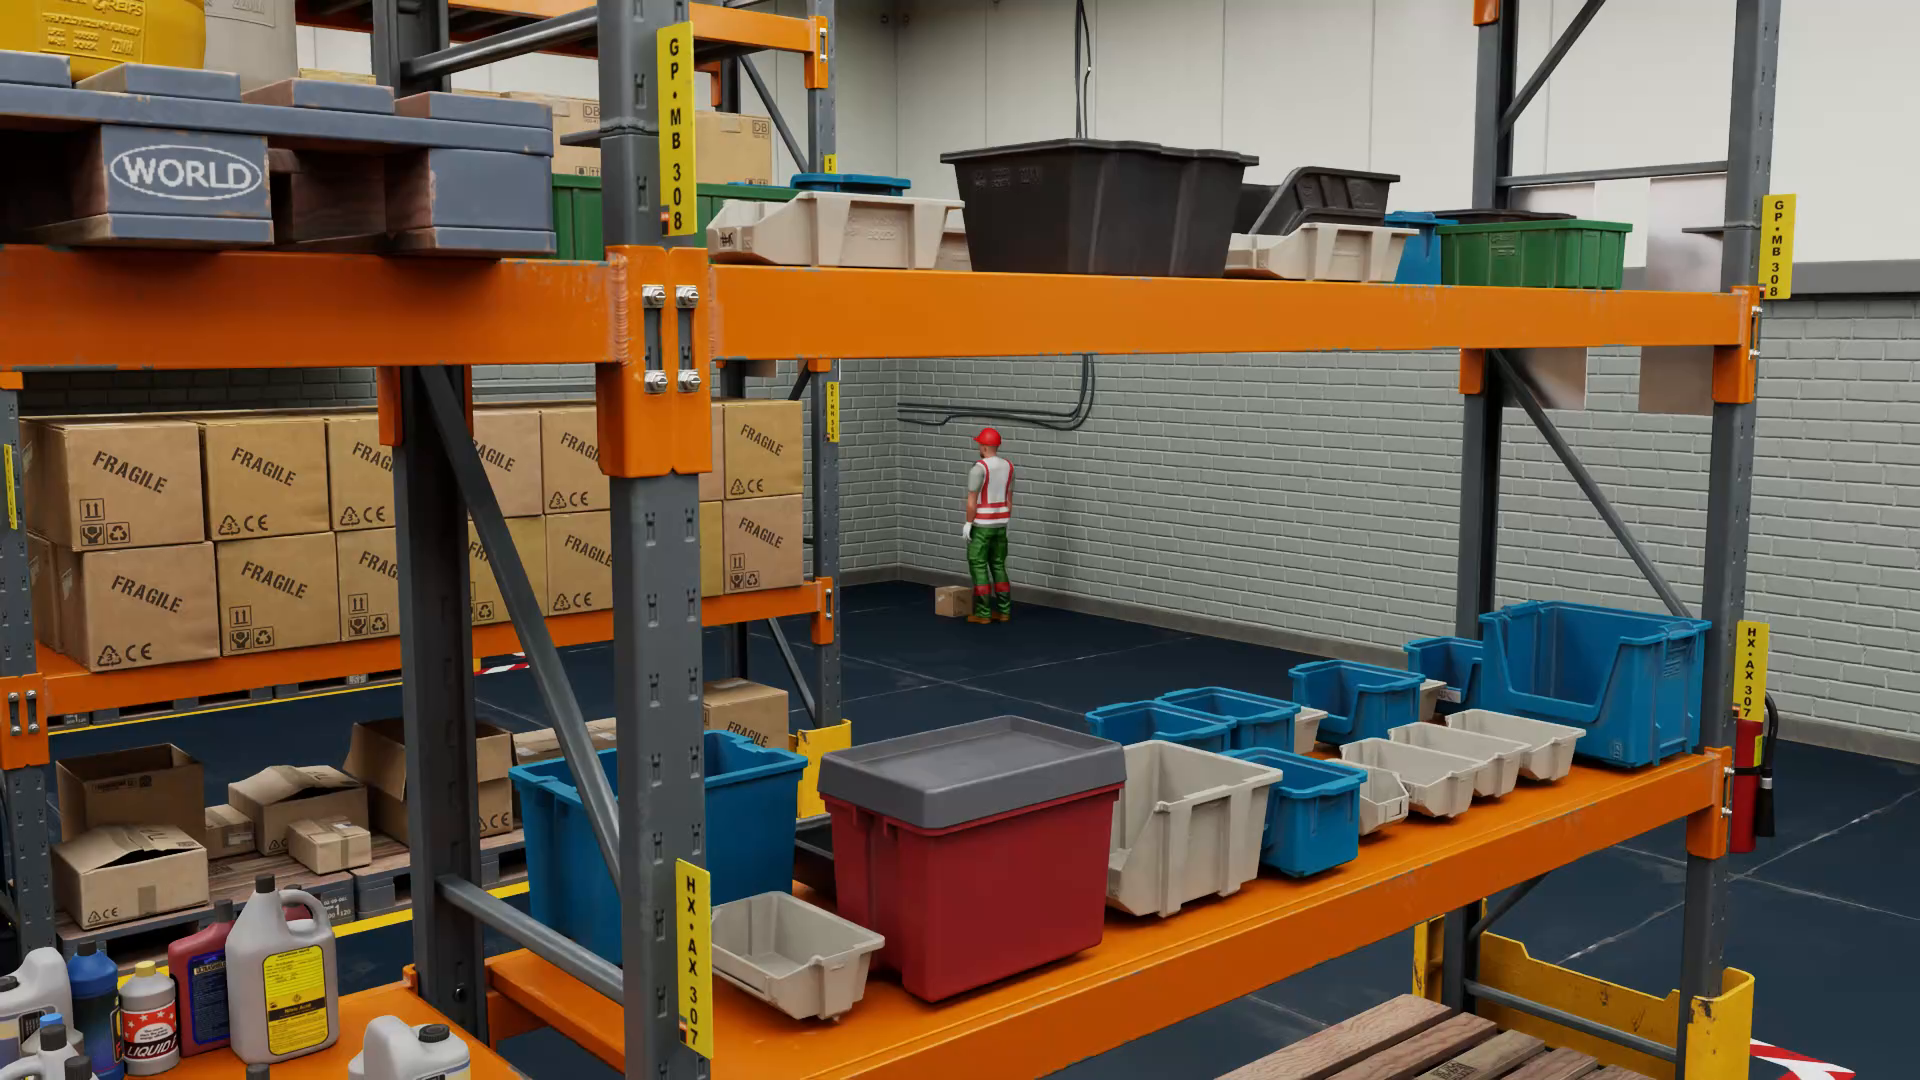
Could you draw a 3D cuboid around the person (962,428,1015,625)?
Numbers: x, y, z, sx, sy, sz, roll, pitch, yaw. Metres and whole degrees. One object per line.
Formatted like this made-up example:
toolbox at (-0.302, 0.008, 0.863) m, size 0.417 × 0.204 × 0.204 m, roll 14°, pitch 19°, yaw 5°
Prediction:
person at (0.256, -0.134, 15.237) m, size 0.524 × 1.785 × 0.335 m, roll -6°, pitch 10°, yaw -40°
